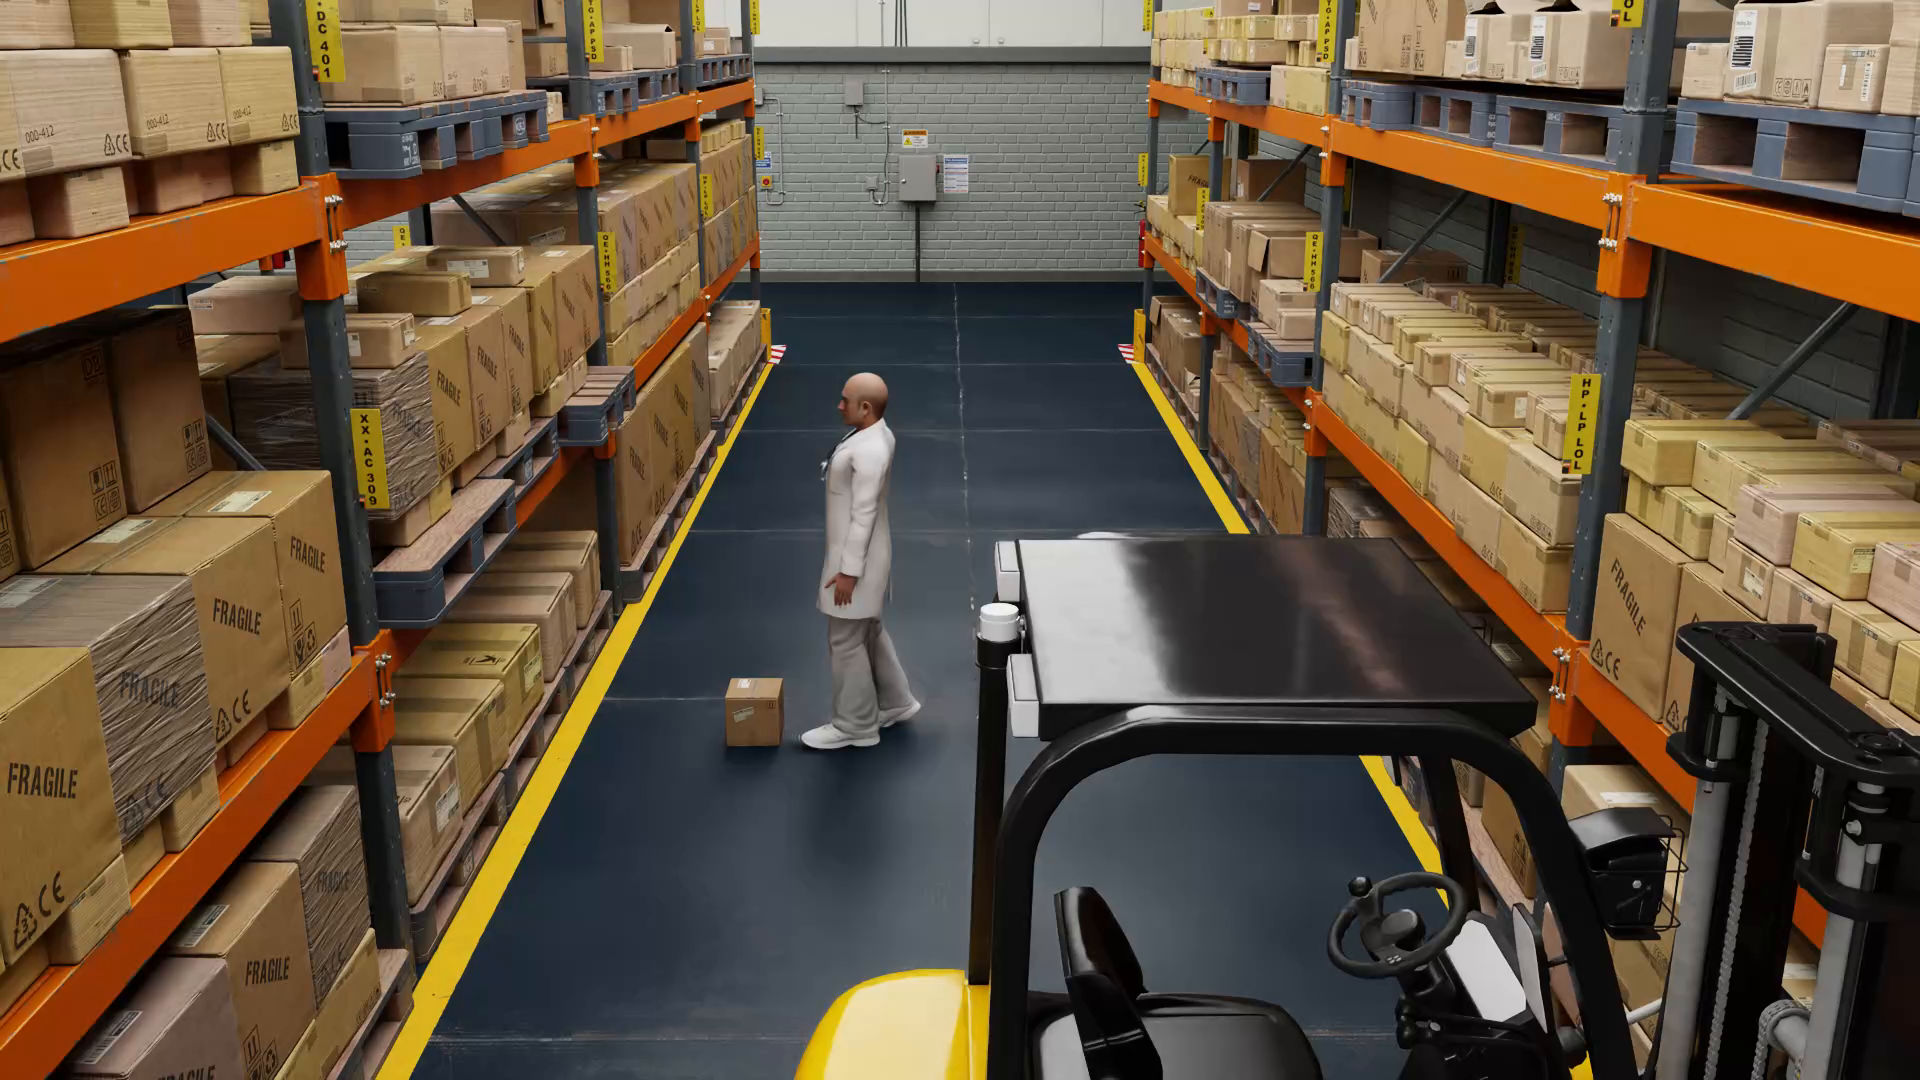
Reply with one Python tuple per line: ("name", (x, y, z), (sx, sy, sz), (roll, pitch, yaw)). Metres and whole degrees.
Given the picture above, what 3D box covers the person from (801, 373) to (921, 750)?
("person", (-0.470, 0.141, 7.761), (0.562, 1.867, 0.577), (0, 17, 0))
